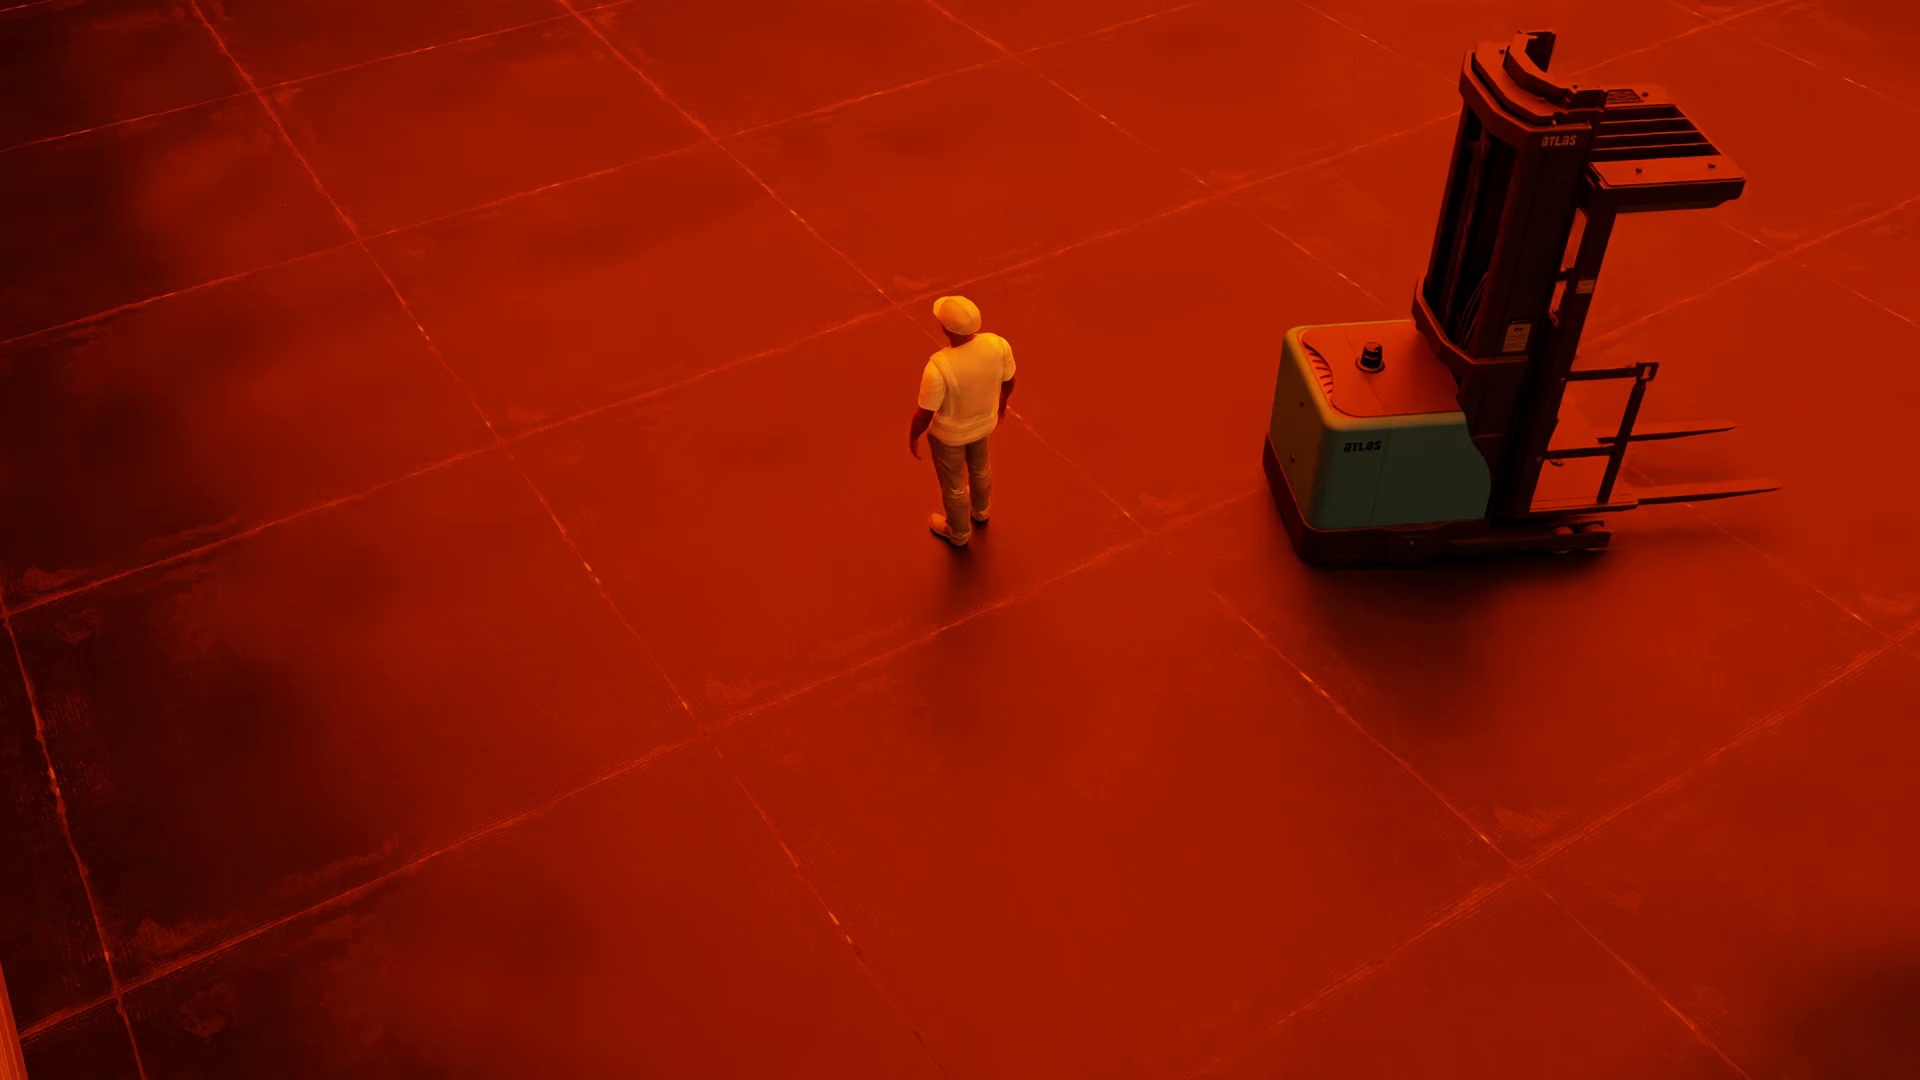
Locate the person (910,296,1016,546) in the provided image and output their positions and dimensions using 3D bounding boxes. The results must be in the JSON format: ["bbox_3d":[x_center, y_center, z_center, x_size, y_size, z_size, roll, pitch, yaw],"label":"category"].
[{"bbox_3d":[-0.034,-0.711,9.559,0.666,1.768,0.575,-23,46,-24],"label":"person"}]

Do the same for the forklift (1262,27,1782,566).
[{"bbox_3d":[3.470,-1.365,9.433,3.031,2.935,1.130,-4,41,-5],"label":"forklift"}]
